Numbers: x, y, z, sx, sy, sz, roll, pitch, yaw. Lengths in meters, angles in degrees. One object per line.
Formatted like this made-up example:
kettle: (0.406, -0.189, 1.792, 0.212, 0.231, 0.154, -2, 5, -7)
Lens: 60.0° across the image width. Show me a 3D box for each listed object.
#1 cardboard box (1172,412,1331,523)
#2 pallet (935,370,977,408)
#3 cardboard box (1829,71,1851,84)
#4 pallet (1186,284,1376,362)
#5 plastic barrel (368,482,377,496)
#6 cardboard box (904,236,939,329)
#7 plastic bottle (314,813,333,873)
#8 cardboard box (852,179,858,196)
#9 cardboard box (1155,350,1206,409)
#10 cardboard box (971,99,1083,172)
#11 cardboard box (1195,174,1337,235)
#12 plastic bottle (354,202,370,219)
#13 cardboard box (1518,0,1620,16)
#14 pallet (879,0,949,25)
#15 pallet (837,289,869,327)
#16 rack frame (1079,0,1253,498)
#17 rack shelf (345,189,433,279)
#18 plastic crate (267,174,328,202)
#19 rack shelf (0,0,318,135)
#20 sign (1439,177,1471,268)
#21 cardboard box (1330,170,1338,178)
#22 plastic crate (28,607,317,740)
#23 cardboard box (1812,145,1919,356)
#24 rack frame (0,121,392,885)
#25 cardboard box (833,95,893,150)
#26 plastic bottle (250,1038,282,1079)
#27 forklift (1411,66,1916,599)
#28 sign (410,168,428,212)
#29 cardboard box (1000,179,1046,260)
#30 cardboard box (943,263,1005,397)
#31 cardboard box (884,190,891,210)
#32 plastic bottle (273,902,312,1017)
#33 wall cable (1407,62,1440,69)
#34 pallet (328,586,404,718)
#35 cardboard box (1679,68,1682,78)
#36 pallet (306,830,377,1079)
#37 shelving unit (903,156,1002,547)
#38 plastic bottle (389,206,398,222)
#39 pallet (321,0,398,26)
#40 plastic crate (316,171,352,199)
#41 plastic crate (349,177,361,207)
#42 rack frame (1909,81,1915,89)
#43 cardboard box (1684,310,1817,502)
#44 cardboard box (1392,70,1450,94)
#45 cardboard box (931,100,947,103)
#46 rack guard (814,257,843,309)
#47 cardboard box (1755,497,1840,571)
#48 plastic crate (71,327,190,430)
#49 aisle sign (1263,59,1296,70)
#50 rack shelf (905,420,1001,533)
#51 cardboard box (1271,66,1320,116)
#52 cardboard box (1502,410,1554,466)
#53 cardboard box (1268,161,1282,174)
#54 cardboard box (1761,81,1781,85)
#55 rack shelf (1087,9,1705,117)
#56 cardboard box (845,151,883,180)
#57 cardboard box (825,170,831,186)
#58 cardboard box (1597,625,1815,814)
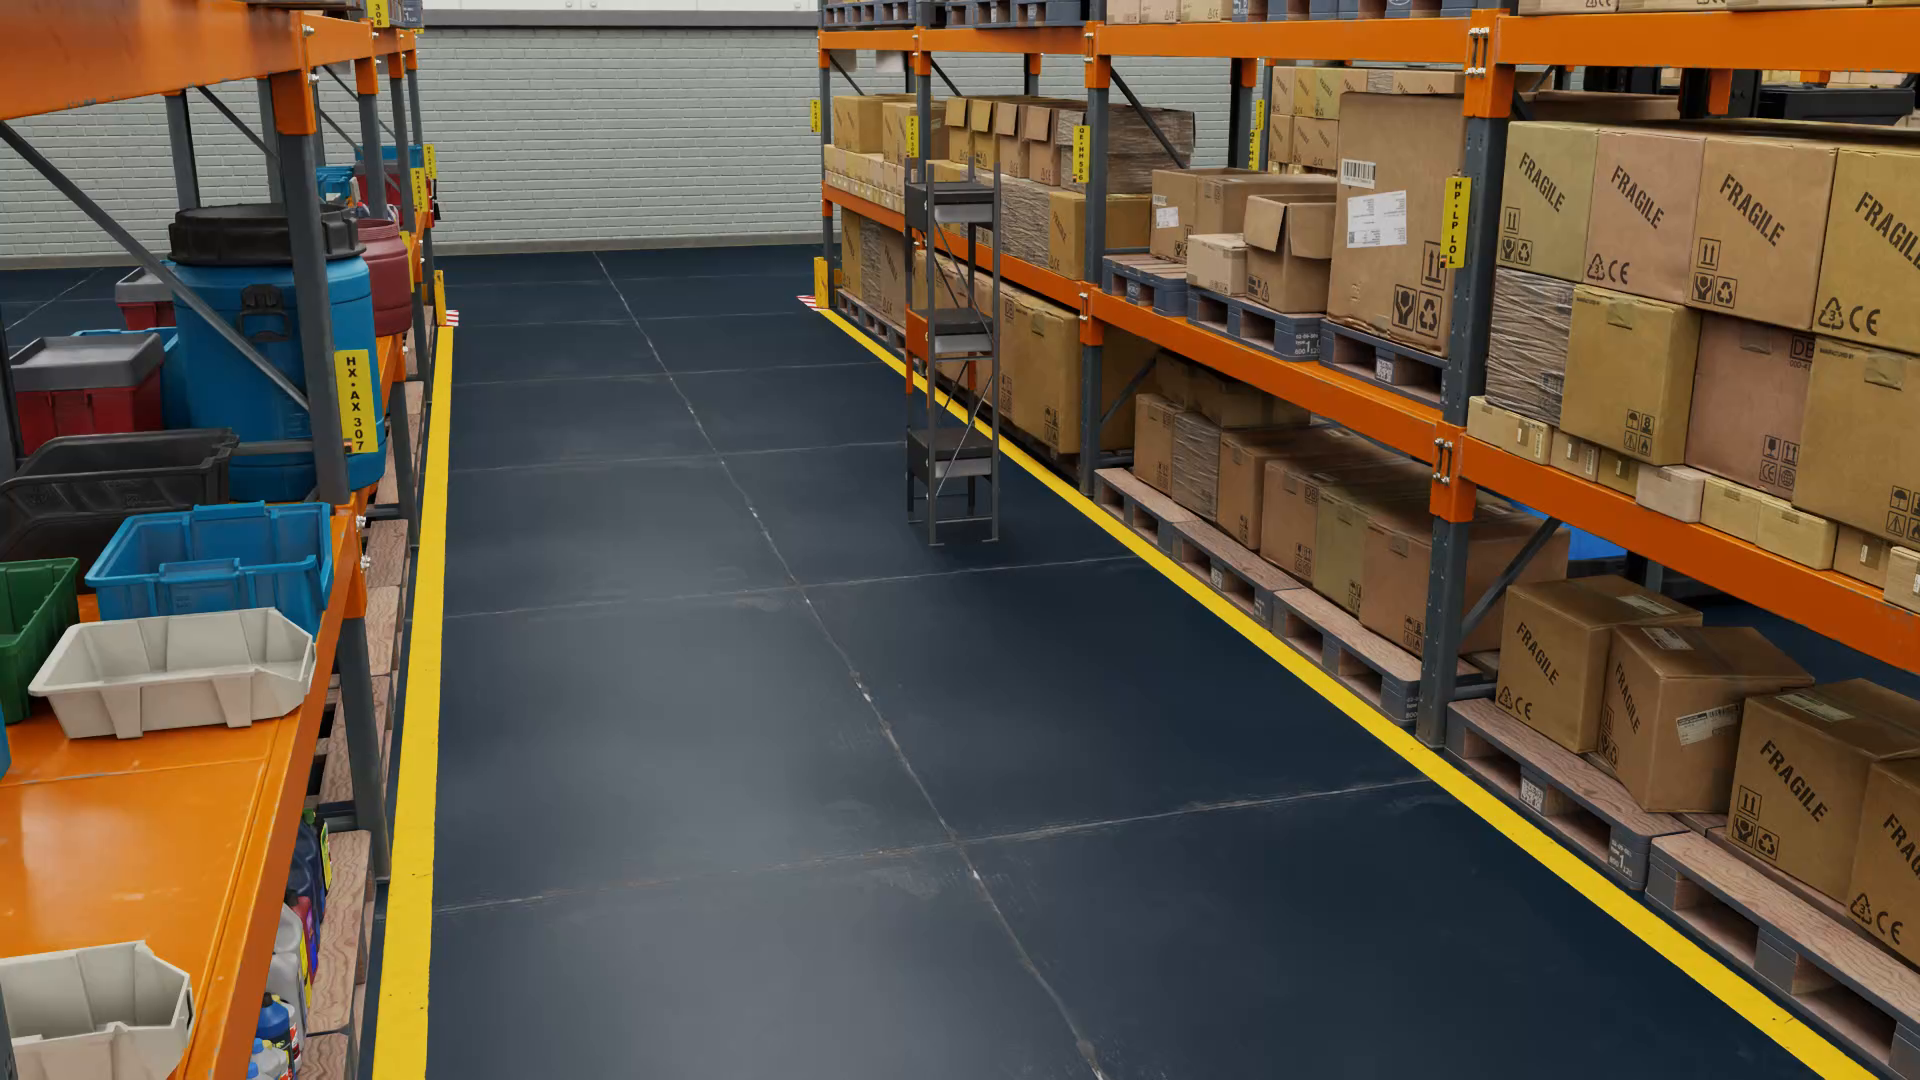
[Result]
cardboard box: (1.614, -0.434, 9.262, 0.700, 0.500, 0.500, -6, 18, -20)
pallet: (0.431, -1.320, 13.479, 1.003, 0.211, 1.213, -5, 17, -15)
cardboard box: (9.170, -4.764, 17.057, 0.380, 0.149, 0.250, -5, 17, -16)
pallet: (1.829, -1.120, 8.300, 1.003, 0.211, 1.213, -5, 17, -15)
plastic barrel: (-3.668, -0.660, 9.479, 0.600, 0.830, 0.708, -5, 17, -15)
cardboard box: (0.042, -2.235, 14.642, 0.875, 0.875, 0.875, -5, 17, -15)
plastic bottle: (-2.018, 0.947, 5.185, 0.097, 0.201, 0.097, 0, 17, 0)
cardboard box: (-0.817, -3.369, 15.891, 0.380, 0.149, 0.250, -5, 17, -16)
cardboard box: (1.458, -0.946, 9.664, 0.500, 0.250, 0.500, -4, 17, -13)
cardboard box: (0.507, -3.024, 12.389, 0.797, 0.503, 0.637, -5, 17, -15)
cardboard box: (1.682, -1.713, 9.036, 0.700, 0.500, 0.500, -2, 17, -7)
plastic bottle: (-4.137, -2.157, 11.503, 0.144, 0.351, 0.185, -5, 17, -15)
cardboard box: (2.222, -1.870, 5.510, 0.500, 0.250, 0.500, -5, 18, -17)
pallet: (-0.069, -4.484, 14.106, 1.003, 0.211, 1.213, -5, 17, -15)
pallet: (-0.658, -2.419, 17.137, 1.003, 0.211, 1.213, -5, 17, -15)
rack frame: (1.245, -1.756, 10.085, 1.000, 3.000, 0.127, -5, 17, -15)
rack shelf: (-5.166, -2.680, 14.410, 1.077, 0.370, 4.000, -5, 17, -15)
plastic crate: (-5.072, -2.594, 12.799, 0.392, 0.384, 0.575, -5, 17, -15)
rack shelf: (-1.868, -0.797, 2.928, 1.077, 0.370, 4.000, -5, 17, -15)
sign: (1.812, -1.160, 6.086, 0.100, 0.325, 0.005, -5, 17, -15)
cardboard box: (4.044, -3.743, 17.137, 0.380, 0.149, 0.250, -5, 17, -16)
plastic crate: (-1.728, 0.297, 3.707, 0.530, 0.136, 0.437, -5, 17, -15)
cardboard box: (2.648, -0.761, 4.341, 0.500, 0.500, 0.500, -5, 17, -15)
rack frame: (-2.418, -0.258, 5.098, 1.000, 3.000, 0.127, -5, 17, -15)
cardboard box: (-0.943, -4.107, 16.349, 0.500, 0.500, 0.500, -5, 17, -17)
plastic bottle: (-1.639, 1.295, 3.903, 0.097, 0.271, 0.097, 0, 17, 0)
forklift: (3.933, -1.245, 8.503, 3.031, 2.935, 1.130, -5, 17, -16)
sign: (-4.087, -2.647, 12.568, 0.100, 0.325, 0.005, -5, 17, -15)
cardboard box: (0.594, -2.203, 11.398, 0.500, 0.500, 0.500, -5, 18, -17)
cardboard box: (0.588, -1.624, 12.607, 1.225, 0.875, 0.875, -5, 18, -17)
cardboard box: (-0.465, -3.014, 14.709, 0.380, 0.149, 0.250, -4, 17, -14)
plastic bottle: (-1.822, 1.097, 4.424, 0.144, 0.351, 0.185, -5, 17, -16)
wall cable: (7.003, -6.812, 25.096, 0.585, 1.953, 0.123, -5, 17, -15)
pallet: (-3.010, 0.525, 7.338, 1.003, 0.211, 1.213, -5, 17, -15)
cardboard box: (8.547, -5.403, 19.186, 0.380, 0.149, 0.250, -4, 17, -14)
pallet: (-2.273, 1.266, 4.870, 1.003, 0.211, 1.213, -5, 17, -15)
shelving unit: (-0.045, -1.051, 9.302, 0.431, 2.100, 0.503, -5, 17, -15)
plastic bottle: (-4.090, -2.271, 12.003, 0.061, 0.283, 0.133, -5, 17, -15)
pallet: (-3.633, -2.930, 9.107, 1.003, 0.211, 1.213, -5, 17, -15)
plastic crate: (-5.783, -3.250, 15.243, 0.416, 0.233, 0.300, -5, 17, -15)
plastic crate: (-4.859, -2.880, 13.928, 0.437, 0.282, 0.530, -5, 17, -15)
rack frame: (9.675, -3.646, 16.377, 1.000, 3.000, 0.127, -5, 17, -15)
cardboard box: (2.747, -0.439, 5.010, 0.875, 0.500, 0.500, -5, 17, -15)
cardboard box: (4.406, -4.147, 15.616, 0.500, 0.500, 0.500, -5, 18, -17)
cardboard box: (-0.015, -3.726, 15.081, 0.500, 0.500, 0.500, -5, 18, -17)
rack guard: (-0.960, -2.779, 17.833, 1.175, 0.500, 0.348, -5, 17, -15)
cardboard box: (2.540, -0.032, 4.783, 0.380, 0.149, 0.250, -5, 17, -15)
plastic crate: (-3.020, -0.531, 6.034, 0.392, 0.384, 0.575, -5, 17, -15)
aisle sign: (3.535, -5.575, 18.278, 0.394, 0.787, 0.004, -5, 17, -15)
rack shelf: (-0.045, -0.368, 9.508, 0.431, 0.518, 0.480, -5, 17, -15)
cardboard box: (3.712, -4.857, 17.980, 0.500, 0.500, 0.500, -5, 17, -16)
cardboard box: (2.171, -0.376, 5.927, 0.380, 0.149, 0.250, -5, 17, -15)
cardboard box: (3.617, -4.098, 18.316, 0.380, 0.149, 0.250, -5, 17, -16)
cardboard box: (8.869, -4.702, 17.980, 0.500, 0.500, 0.500, -5, 17, -15)
rack shelf: (1.795, -2.295, 7.915, 1.077, 0.370, 4.000, -5, 17, -15)
cardboard box: (-0.797, -3.603, 15.977, 0.500, 0.250, 0.500, -5, 18, -17)
cardboard box: (-1.173, -3.725, 17.074, 0.380, 0.149, 0.250, -4, 17, -15)
cardboard box: (2.581, 0.618, 5.796, 0.500, 0.500, 0.500, 1, 17, 2)
